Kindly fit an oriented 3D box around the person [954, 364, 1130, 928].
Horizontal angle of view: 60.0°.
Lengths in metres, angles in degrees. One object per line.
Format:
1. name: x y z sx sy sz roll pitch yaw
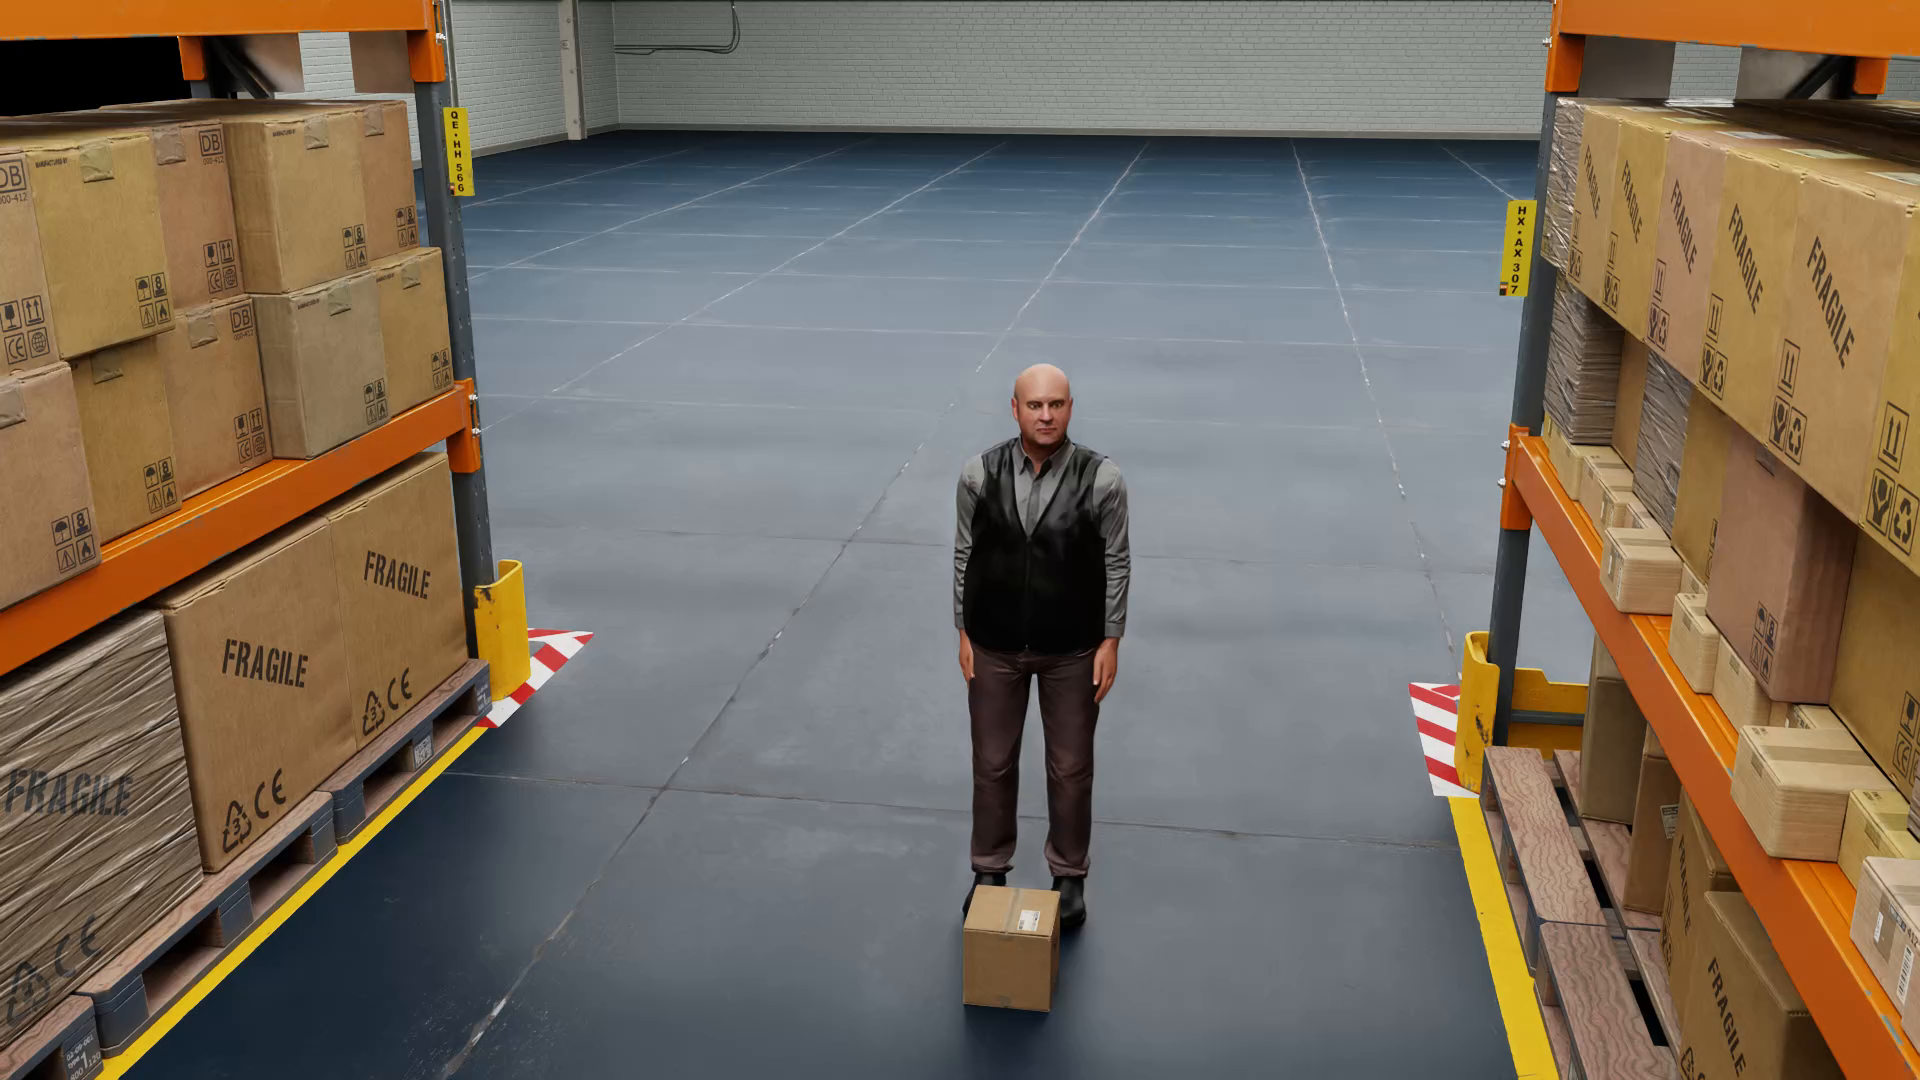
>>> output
1. person: 0.237 0.329 5.036 0.534 1.728 0.373 3 18 10
